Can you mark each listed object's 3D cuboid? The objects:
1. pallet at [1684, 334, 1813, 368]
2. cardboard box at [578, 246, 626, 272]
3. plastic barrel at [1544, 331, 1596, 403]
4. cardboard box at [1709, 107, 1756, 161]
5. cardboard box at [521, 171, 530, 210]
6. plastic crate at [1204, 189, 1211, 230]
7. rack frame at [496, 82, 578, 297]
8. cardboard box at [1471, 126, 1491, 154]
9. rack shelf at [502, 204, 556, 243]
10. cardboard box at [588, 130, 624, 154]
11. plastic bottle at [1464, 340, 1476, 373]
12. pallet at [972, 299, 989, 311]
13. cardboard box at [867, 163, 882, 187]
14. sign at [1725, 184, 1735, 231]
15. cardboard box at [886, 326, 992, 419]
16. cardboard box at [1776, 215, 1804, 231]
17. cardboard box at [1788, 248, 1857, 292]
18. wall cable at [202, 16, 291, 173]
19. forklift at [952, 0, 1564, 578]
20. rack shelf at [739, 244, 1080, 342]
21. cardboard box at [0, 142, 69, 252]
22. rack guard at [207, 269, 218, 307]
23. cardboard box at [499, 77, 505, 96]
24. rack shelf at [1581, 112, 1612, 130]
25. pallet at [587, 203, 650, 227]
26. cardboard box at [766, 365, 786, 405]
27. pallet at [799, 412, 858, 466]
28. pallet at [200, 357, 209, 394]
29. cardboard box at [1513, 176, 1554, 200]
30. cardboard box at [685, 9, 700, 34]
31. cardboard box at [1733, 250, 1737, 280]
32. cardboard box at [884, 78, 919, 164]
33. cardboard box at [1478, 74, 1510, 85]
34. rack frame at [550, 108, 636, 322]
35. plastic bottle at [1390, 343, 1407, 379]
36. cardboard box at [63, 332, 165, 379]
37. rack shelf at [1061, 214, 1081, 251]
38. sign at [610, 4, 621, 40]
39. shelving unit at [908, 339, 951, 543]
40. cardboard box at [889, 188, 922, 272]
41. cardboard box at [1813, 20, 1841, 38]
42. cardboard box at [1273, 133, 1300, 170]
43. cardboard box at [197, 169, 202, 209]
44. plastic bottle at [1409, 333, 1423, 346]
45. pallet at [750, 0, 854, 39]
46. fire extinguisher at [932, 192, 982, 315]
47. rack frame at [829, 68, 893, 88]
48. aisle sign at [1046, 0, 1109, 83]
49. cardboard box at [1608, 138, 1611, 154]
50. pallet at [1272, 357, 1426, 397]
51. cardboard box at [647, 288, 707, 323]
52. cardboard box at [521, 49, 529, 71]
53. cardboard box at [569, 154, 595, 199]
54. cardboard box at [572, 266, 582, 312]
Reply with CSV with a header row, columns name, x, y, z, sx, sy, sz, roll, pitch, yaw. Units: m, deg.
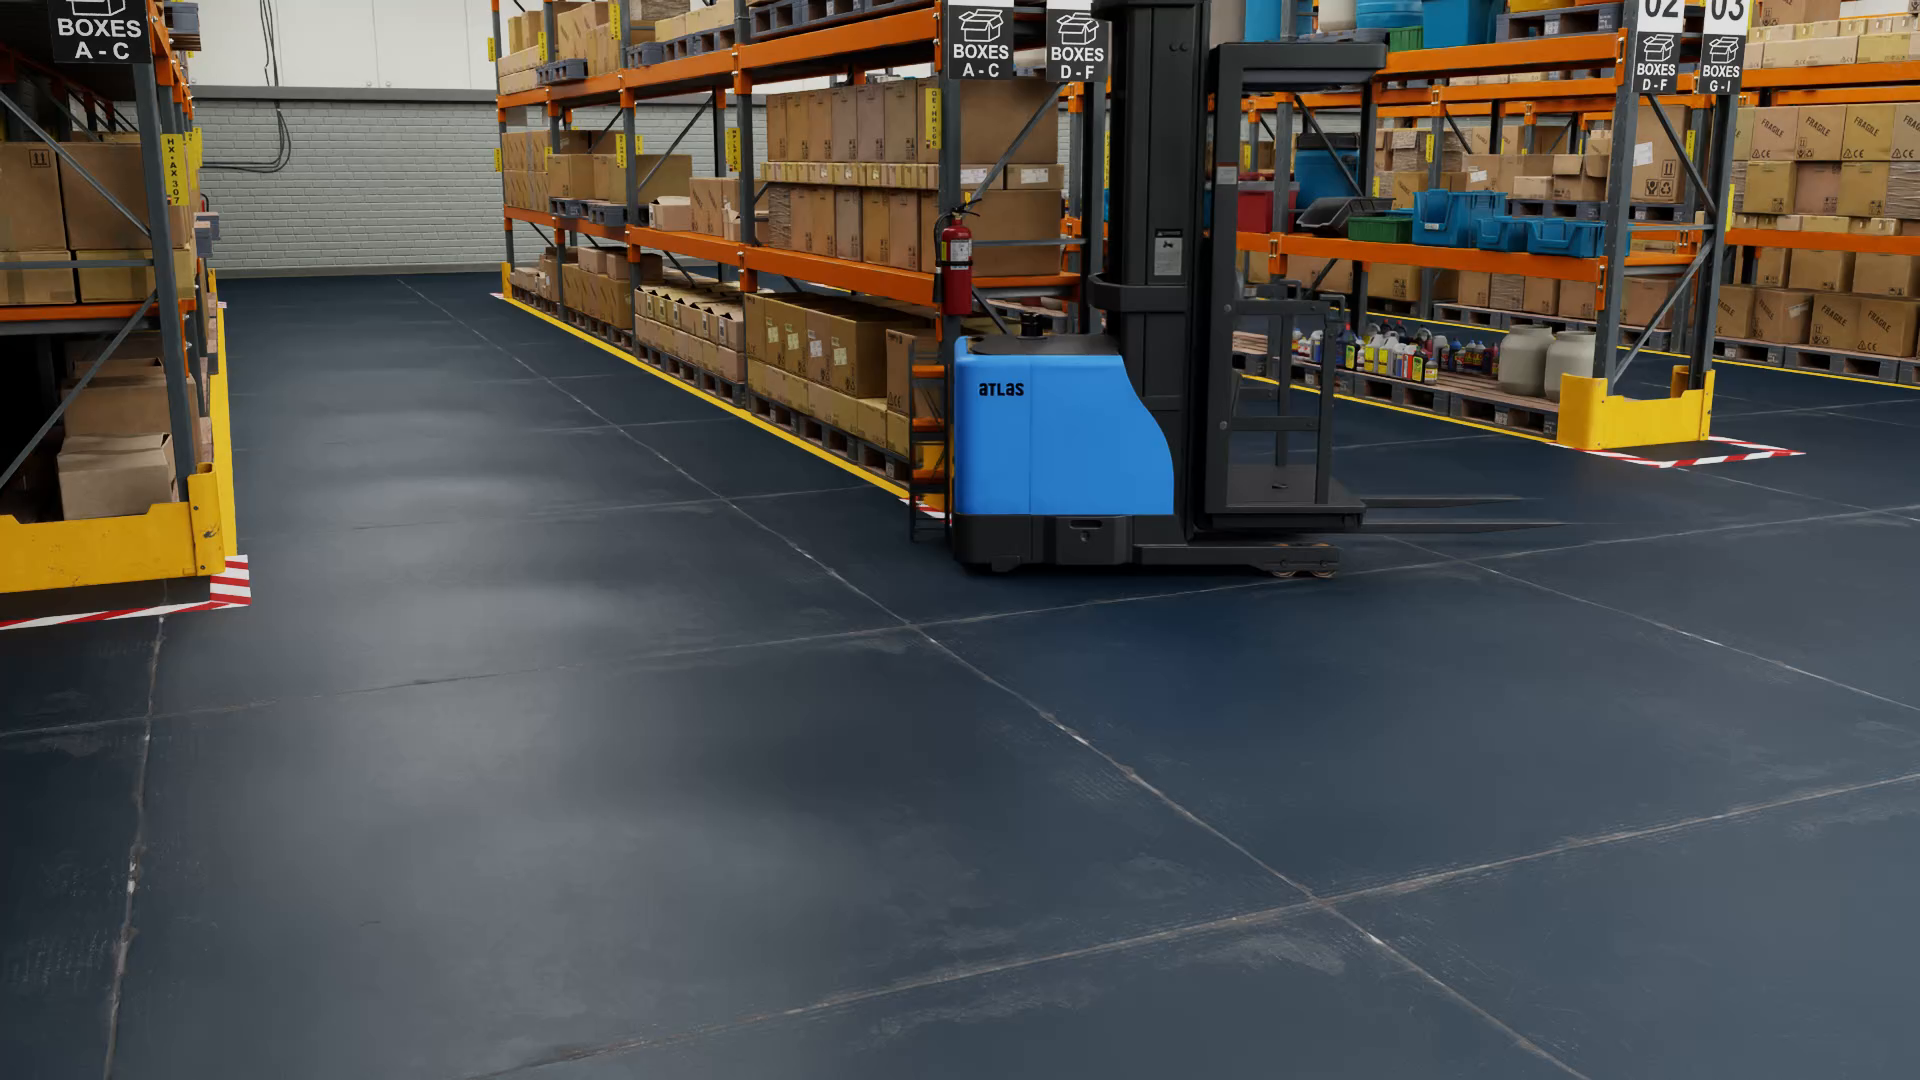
name,x,y,z,sx,sy,sz,roll,pitch,yaw
pallet,8.137,-1.937,16.773,1.003,0.211,1.213,-6,14,-23
cardboard box,-4.077,-3.224,19.051,0.500,0.250,0.500,-6,14,-23
plastic barrel,4.566,-1.279,12.331,0.421,0.512,0.421,0,13,0
cardboard box,7.783,-3.996,16.386,0.500,0.500,0.500,-6,14,-23
cardboard box,-5.505,-4.636,22.029,0.500,0.500,0.500,-5,14,-22
plastic crate,2.570,-3.176,15.976,0.392,0.384,0.575,-6,14,-23
rack frame,-6.050,-5.017,23.893,1.000,3.000,0.127,-6,14,-23
cardboard box,8.568,-6.371,26.647,0.500,0.500,0.500,-6,14,-25
rack shelf,-5.249,-4.253,22.189,1.077,0.370,4.000,-6,14,-23
cardboard box,-4.379,-4.849,20.729,0.500,0.500,0.500,-5,14,-21
plastic bottle,4.281,-1.537,13.934,0.097,0.271,0.097,0,13,0
pallet,0.363,-3.115,21.862,1.003,0.211,1.213,-6,14,-23
cardboard box,-0.381,-2.351,10.714,0.380,0.149,0.250,-5,14,-21
sign,5.405,-2.341,11.720,0.100,0.325,0.005,-6,14,-23
cardboard box,-0.128,-1.025,10.152,0.500,0.500,0.500,-6,14,-23
cardboard box,8.031,-3.029,15.864,0.380,0.149,0.250,-6,14,-23
cardboard box,11.333,-3.479,21.309,1.050,0.750,0.750,-5,14,-22
wall cable,-12.525,-7.179,26.819,3.097,2.526,0.112,-6,14,-23
forklift,1.477,-1.364,8.262,3.031,2.935,1.130,0,13,-1
rack shelf,-0.442,-1.774,11.477,1.077,0.370,4.000,-6,14,-23
cardboard box,-4.562,-1.643,7.942,0.500,0.500,0.500,-6,14,-24
rack guard,-10.597,-3.356,22.260,1.175,0.500,0.348,-6,14,-23
cardboard box,-6.077,-6.276,23.014,0.500,0.250,0.500,-6,14,-23
rack shelf,12.910,-7.504,29.581,1.077,0.370,4.000,-6,14,-23
pallet,-3.181,-3.404,17.351,1.213,0.211,1.003,-6,14,-23
cardboard box,-1.139,-1.176,12.464,0.500,0.250,0.500,-6,14,-23
pallet,-0.470,-0.759,11.679,1.003,0.211,1.213,-6,14,-23
pallet,-7.071,-1.396,14.432,1.003,0.211,1.213,-6,14,-23
cardboard box,6.694,-4.022,18.999,0.500,0.250,0.500,-6,14,-25
cardboard box,-2.167,-4.642,15.024,0.500,0.250,0.500,-6,14,-24
cardboard box,10.768,-3.841,23.426,0.500,0.500,0.500,-6,14,-25
cardboard box,-0.053,-2.609,10.390,0.700,0.500,0.500,-6,14,-24
cardboard box,6.393,-5.420,19.316,0.500,0.250,0.500,-5,14,-22
rack frame,-4.448,-4.190,20.323,1.000,3.000,0.127,-6,14,-23
plastic bottle,3.631,-1.468,13.626,0.152,0.276,0.135,-6,14,-25
cardboard box,-6.090,-1.236,12.128,0.700,0.500,0.500,-5,14,-21
rack shelf,0.894,-3.873,20.548,1.077,0.370,4.000,-6,14,-23
sign,-3.343,-5.029,16.146,0.100,0.325,0.005,-6,14,-23
shelving unit,-0.161,-0.526,8.814,0.215,1.050,0.252,0,13,1
cardboard box,-0.031,-1.966,10.488,0.700,0.500,0.500,-5,14,-22
cardboard box,8.106,-4.703,15.332,0.380,0.149,0.250,-6,14,-24
cardboard box,4.894,-5.491,23.494,0.797,0.503,0.637,-6,14,-24
cardboard box,-10.374,-4.610,21.472,0.980,0.700,0.700,-5,14,-20
plastic bottle,3.942,-1.647,14.383,0.061,0.283,0.133,-6,14,-23
pallet,-0.878,-3.782,12.102,1.003,0.211,1.213,-6,14,-23
fire extinguisher,-0.019,-1.607,9.333,0.296,0.674,0.183,-6,14,-23
rack frame,-1.510,-8.386,25.147,1.000,3.000,0.127,-6,14,-23
aisle sign,0.666,-2.992,9.379,0.394,0.787,0.004,-6,14,-23
cardboard box,12.253,-7.111,30.501,0.500,0.500,0.500,-6,14,-24
pallet,3.528,-1.483,14.810,1.003,0.211,1.213,-6,14,-23
cardboard box,-2.686,-2.260,15.904,0.500,0.311,0.500,-6,14,-24
cardboard box,-5.287,-6.105,21.168,0.500,0.250,0.500,-6,14,-23
cardboard box,-4.129,-4.189,19.165,0.700,0.500,0.500,-3,13,-14
cardboard box,-4.253,-2.956,19.556,0.500,0.500,0.500,-5,14,-22
